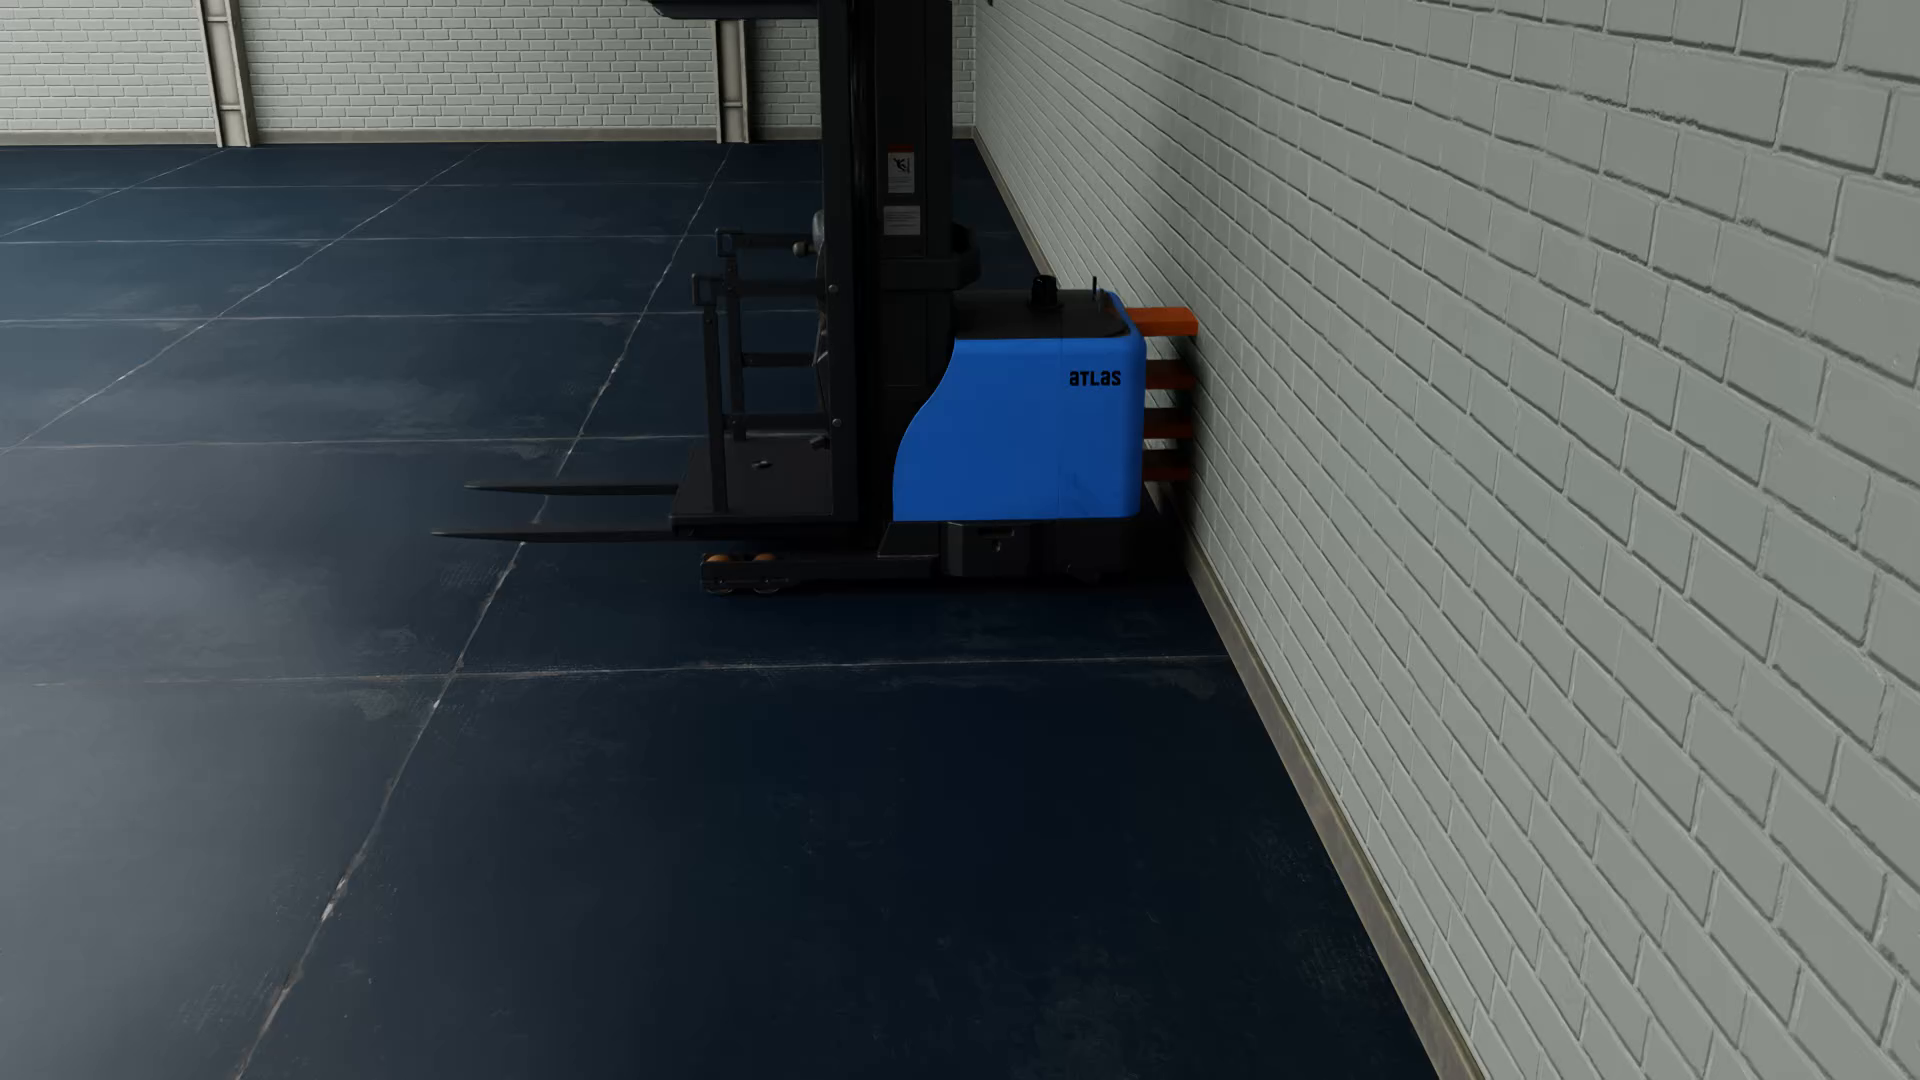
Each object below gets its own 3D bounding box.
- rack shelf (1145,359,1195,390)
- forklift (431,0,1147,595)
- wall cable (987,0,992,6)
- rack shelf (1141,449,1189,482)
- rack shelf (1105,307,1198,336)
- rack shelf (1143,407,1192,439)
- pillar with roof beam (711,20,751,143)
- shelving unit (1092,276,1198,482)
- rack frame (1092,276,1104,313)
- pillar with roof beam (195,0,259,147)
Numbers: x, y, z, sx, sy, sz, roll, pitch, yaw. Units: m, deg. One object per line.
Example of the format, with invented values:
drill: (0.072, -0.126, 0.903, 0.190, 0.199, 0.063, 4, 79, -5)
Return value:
rack shelf: (0.836, -0.695, 7.294, 0.480, 0.148, 0.258, -1, 22, -3)
forklift: (-0.753, -1.331, 6.997, 3.031, 2.935, 1.130, -1, 21, -2)
wall cable: (0.221, -7.276, 18.450, 0.112, 2.526, 3.097, -1, 21, -3)
rack shelf: (0.837, -0.304, 7.452, 0.480, 0.148, 0.258, -1, 22, -3)
rack shelf: (0.835, -0.915, 7.205, 0.480, 0.148, 0.258, -1, 22, -3)
rack shelf: (0.836, -0.488, 7.378, 0.480, 0.148, 0.258, -1, 22, -3)
pillar with roof beam: (-2.550, -7.608, 14.957, 0.400, 9.000, 9.100, -1, 21, -3)
shelving unit: (0.836, -0.550, 7.353, 0.503, 1.200, 0.258, -1, 22, -3)
rack frame: (0.592, -0.545, 7.340, 0.015, 1.200, 0.240, -1, 22, -3)
pillar with roof beam: (-8.540, -7.486, 14.637, 0.400, 9.000, 9.100, -1, 21, -3)
